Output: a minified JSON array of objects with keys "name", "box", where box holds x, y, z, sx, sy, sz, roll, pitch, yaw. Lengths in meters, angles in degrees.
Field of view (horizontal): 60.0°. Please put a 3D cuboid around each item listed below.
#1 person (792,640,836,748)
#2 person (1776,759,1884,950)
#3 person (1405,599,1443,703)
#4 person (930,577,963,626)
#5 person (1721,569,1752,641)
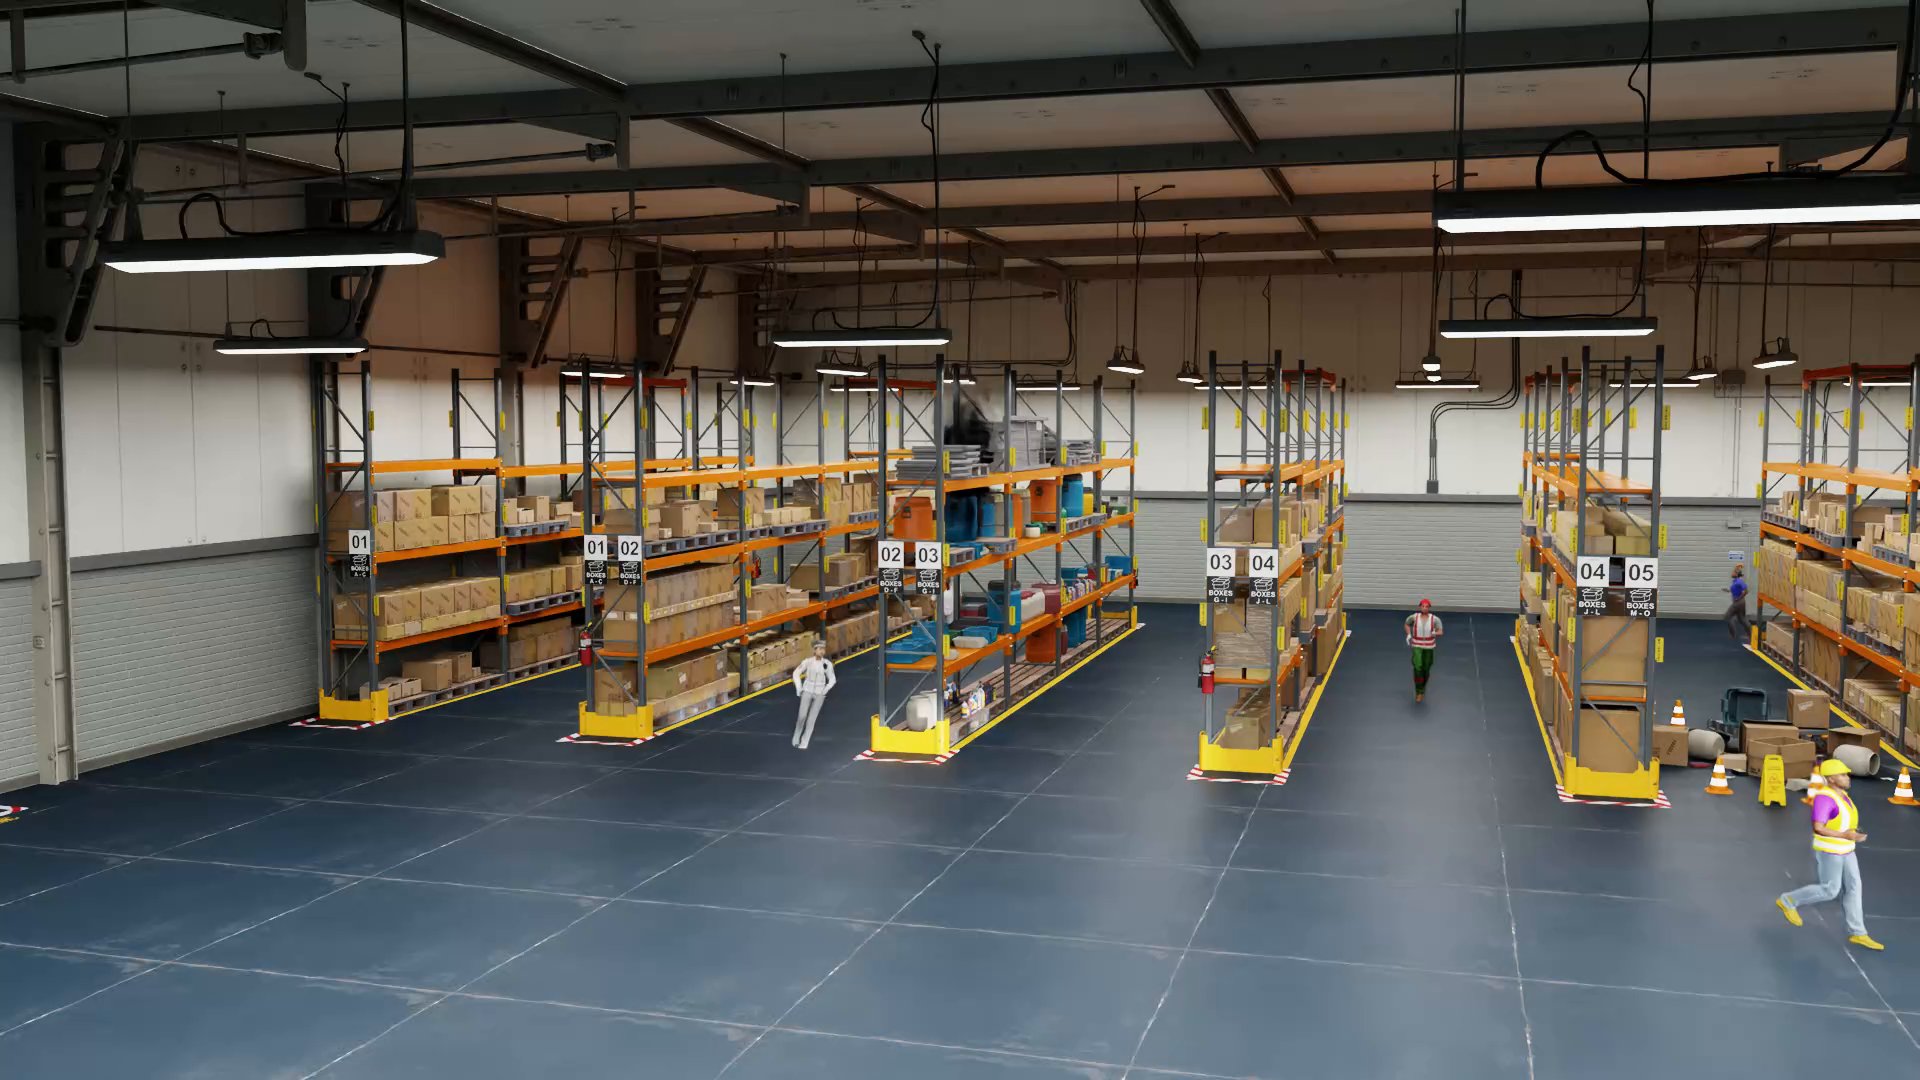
[{"name":"person","box":[-2.199,2.318,25.005,0.669,1.619,0.571,0,4,-3]},{"name":"person","box":[8.360,2.975,15.930,0.700,1.762,0.956,-4,6,-42]},{"name":"person","box":[8.337,1.966,29.894,0.640,1.841,0.865,1,4,10]},{"name":"person","box":[-0.295,1.592,35.695,0.699,1.758,0.850,0,4,5]},{"name":"person","box":[17.681,1.551,37.798,0.721,1.600,0.579,2,5,31]}]
